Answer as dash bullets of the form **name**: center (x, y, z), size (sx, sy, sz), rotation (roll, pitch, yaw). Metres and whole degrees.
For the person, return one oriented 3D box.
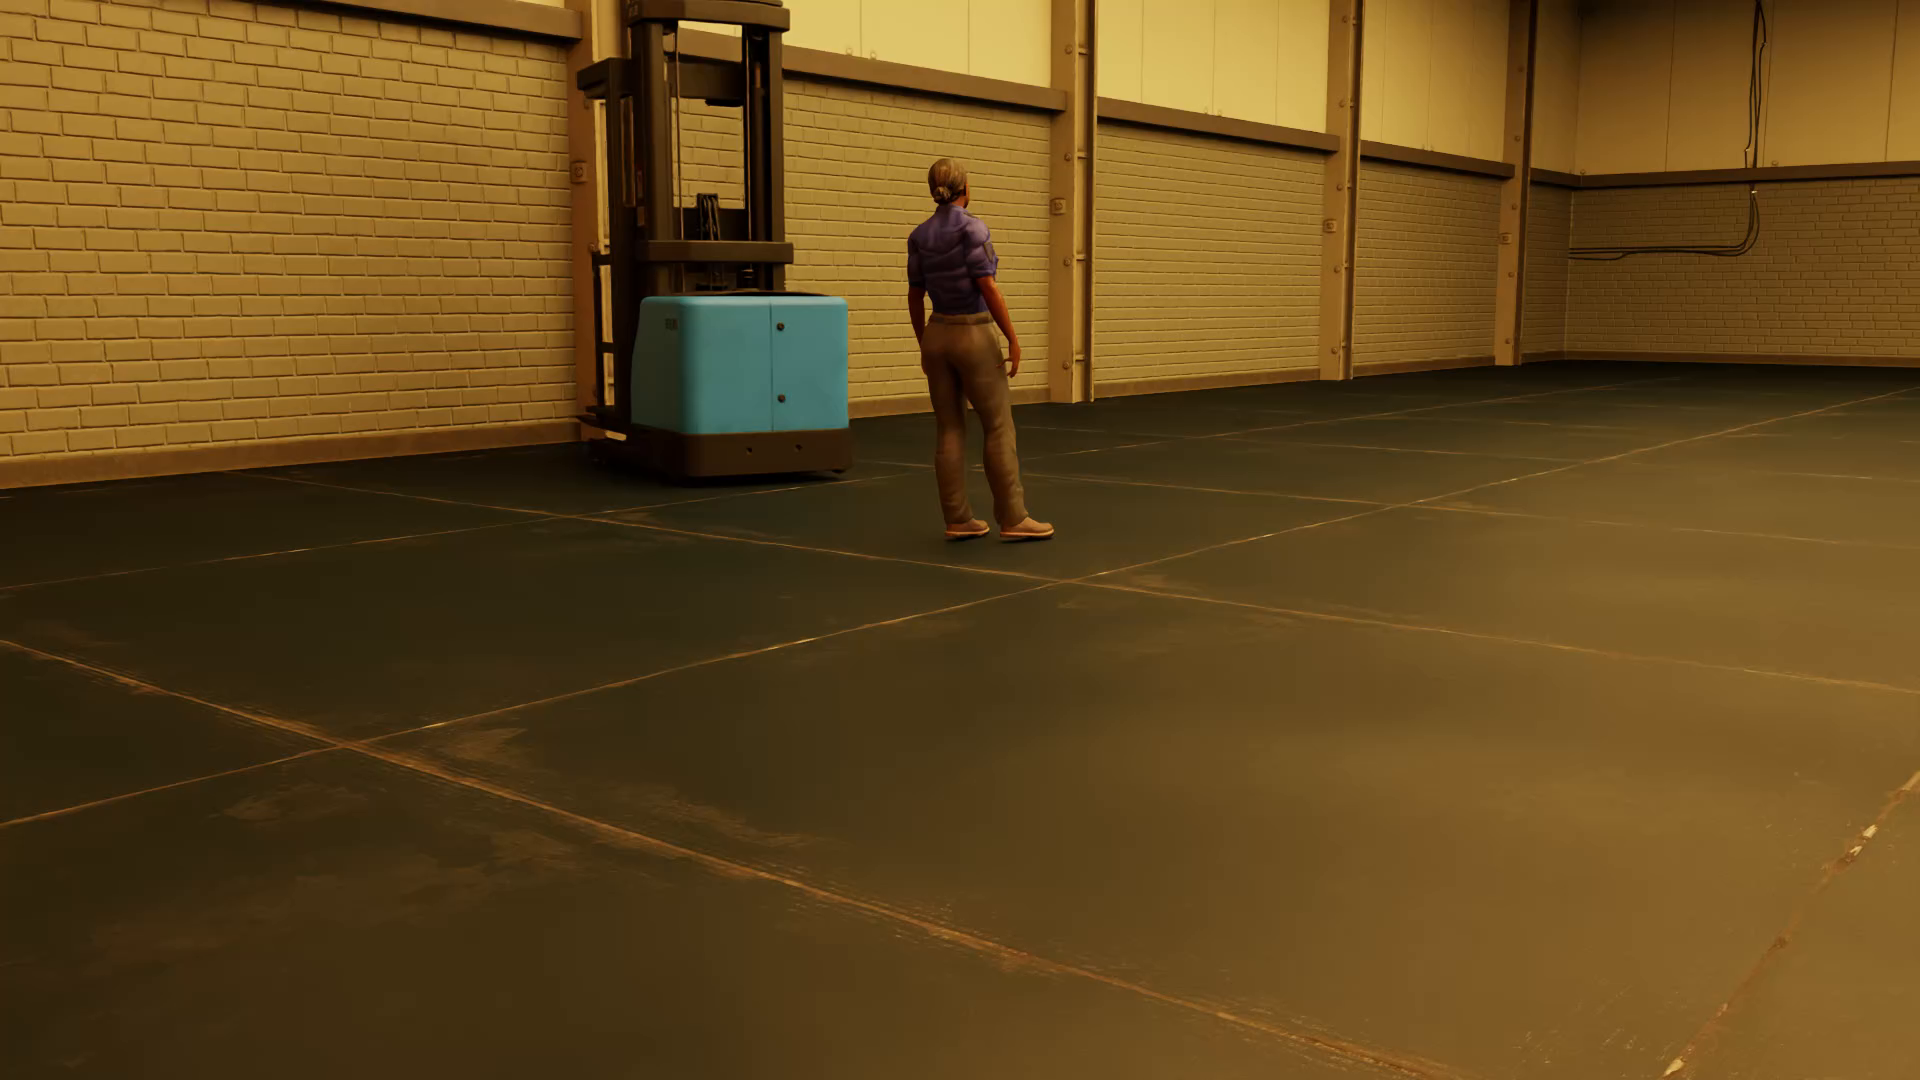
- **person**: center (0.071, -0.834, 7.339), size (0.569, 1.656, 0.503), rotation (7, 11, 38)

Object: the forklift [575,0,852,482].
- **forklift**: center (-1.772, -1.955, 10.643), size (1.130, 2.935, 3.031), rotation (-4, 9, -28)
